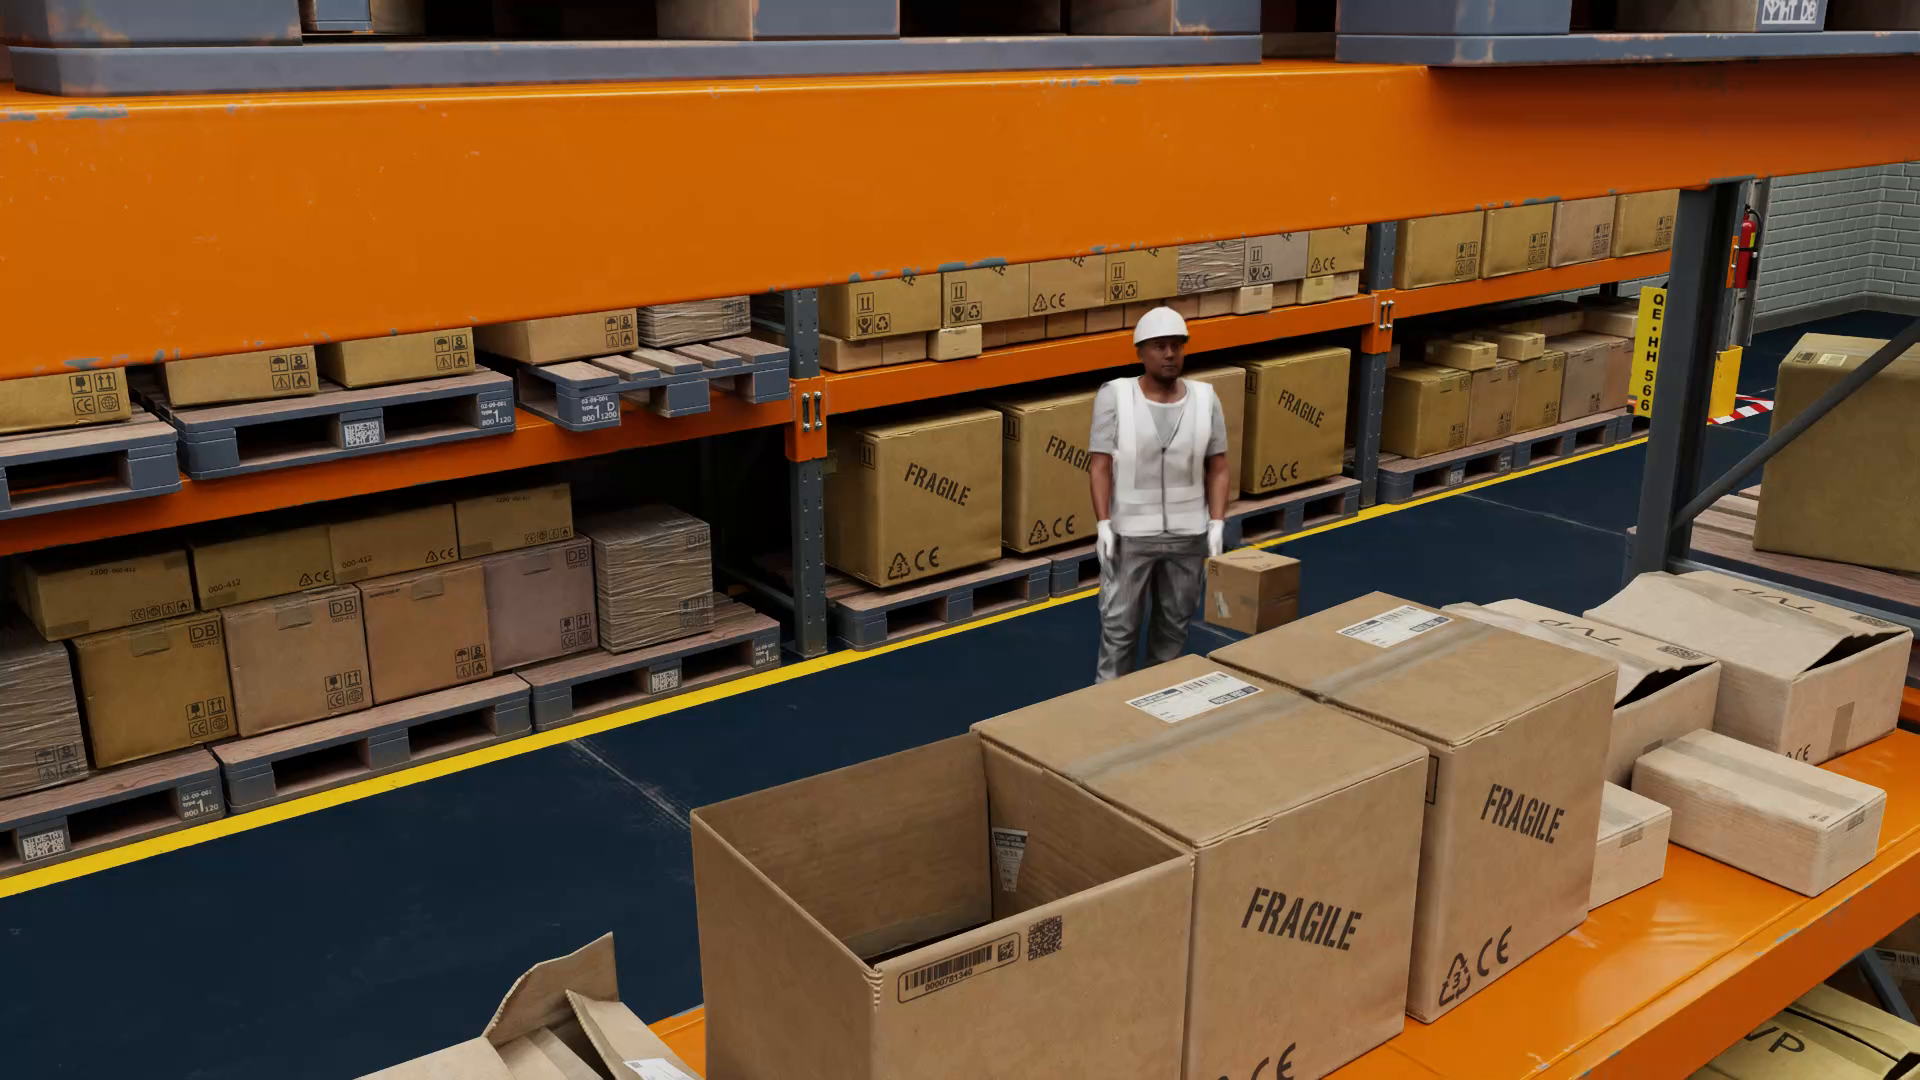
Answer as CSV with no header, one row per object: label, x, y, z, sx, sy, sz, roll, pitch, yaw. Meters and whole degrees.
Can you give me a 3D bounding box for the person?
person,0.788,0.003,6.483,0.563,1.787,0.559,-3,18,-8
